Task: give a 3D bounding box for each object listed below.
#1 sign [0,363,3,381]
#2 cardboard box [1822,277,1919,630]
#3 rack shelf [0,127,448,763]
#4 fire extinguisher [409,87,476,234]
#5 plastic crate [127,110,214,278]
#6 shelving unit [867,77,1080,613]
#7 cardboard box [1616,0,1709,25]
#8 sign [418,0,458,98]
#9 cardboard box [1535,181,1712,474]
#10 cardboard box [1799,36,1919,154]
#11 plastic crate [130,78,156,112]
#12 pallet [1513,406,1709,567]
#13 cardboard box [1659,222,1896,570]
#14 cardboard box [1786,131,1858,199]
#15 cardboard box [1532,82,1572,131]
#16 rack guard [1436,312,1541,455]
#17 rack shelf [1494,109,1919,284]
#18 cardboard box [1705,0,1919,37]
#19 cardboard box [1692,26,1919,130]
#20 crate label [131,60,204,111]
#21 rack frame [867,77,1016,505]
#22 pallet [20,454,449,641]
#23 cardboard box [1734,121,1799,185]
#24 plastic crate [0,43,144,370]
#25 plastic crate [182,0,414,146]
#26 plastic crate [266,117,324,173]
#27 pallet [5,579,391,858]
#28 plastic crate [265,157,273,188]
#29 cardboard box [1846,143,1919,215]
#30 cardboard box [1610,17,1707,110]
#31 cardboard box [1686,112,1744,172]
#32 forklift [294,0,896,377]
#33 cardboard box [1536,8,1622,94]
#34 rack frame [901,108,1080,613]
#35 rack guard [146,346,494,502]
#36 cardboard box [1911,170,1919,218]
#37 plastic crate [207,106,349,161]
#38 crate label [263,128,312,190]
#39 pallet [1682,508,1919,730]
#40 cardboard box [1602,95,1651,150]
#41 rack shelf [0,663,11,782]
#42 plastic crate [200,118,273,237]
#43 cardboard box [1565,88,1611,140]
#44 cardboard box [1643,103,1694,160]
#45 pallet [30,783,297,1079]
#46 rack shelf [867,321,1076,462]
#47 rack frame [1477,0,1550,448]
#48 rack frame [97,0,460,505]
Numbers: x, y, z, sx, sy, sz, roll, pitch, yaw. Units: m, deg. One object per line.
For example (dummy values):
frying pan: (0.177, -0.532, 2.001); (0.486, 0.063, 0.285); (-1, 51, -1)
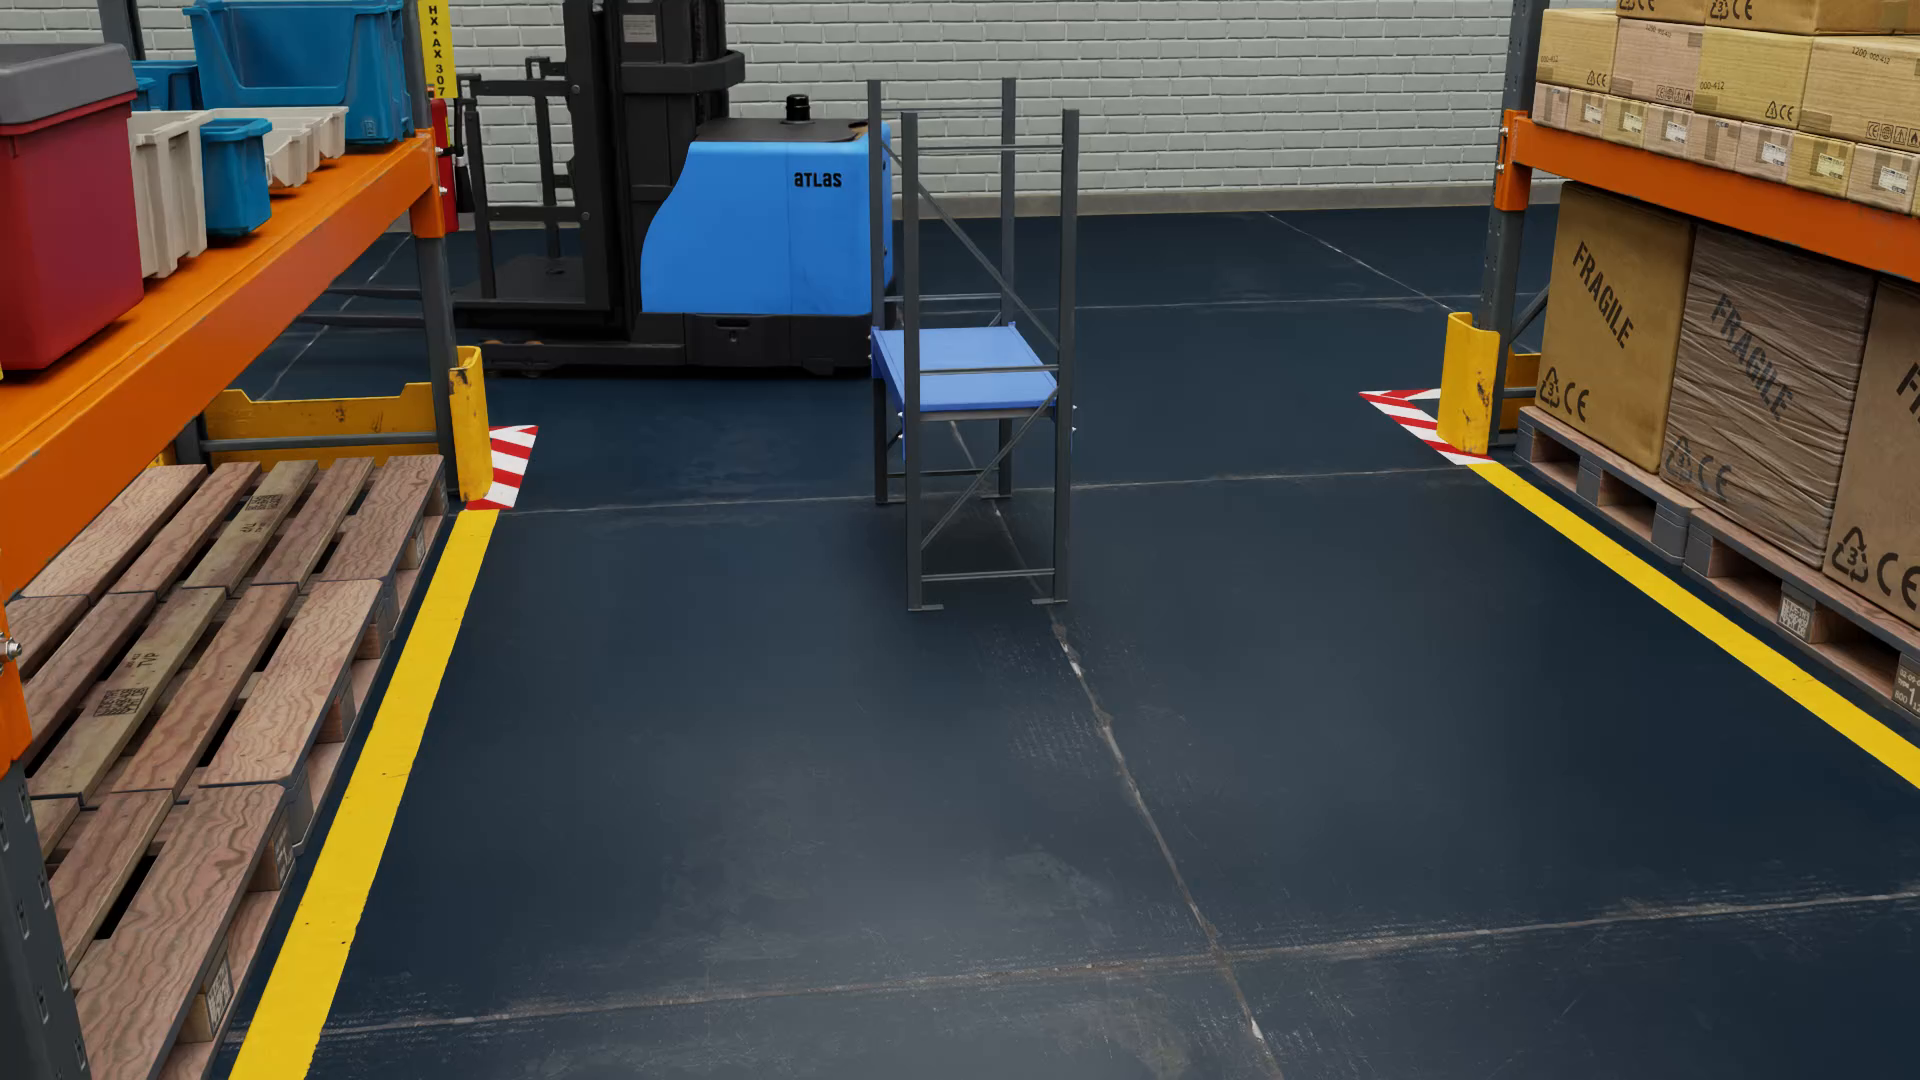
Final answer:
sign: (-1.209, -0.343, 1.952); (0.100, 0.325, 0.005); (-3, 21, -8)
cardboard box: (3.001, -0.182, 4.352); (0.875, 0.875, 0.875); (-3, 21, -8)
rack shelf: (-2.042, -0.542, 3.908); (1.077, 0.370, 4.000); (-3, 21, -8)
fire extinguisher: (-1.903, -1.436, 5.916); (0.296, 0.674, 0.183); (-3, 21, -8)
plastic crate: (-1.792, -0.697, 3.379); (0.437, 0.282, 0.530); (-3, 21, -8)
shelving unit: (0.012, -0.673, 5.375); (0.538, 1.500, 1.048); (-3, 21, -8)
cardboard box: (2.445, -1.889, 5.203); (0.500, 0.500, 0.500); (-3, 21, -9)
sign: (-1.789, -1.681, 5.697); (0.100, 0.325, 0.005); (-3, 21, -8)
cardboard box: (2.742, -0.805, 6.021); (0.875, 0.875, 0.875); (-3, 21, -8)
cardboard box: (2.603, -1.176, 4.368); (0.500, 0.250, 0.500); (-3, 21, -9)
plastic crate: (-2.526, -1.191, 4.771); (0.416, 0.233, 0.300); (-3, 21, -8)
pallet: (2.763, -0.242, 6.062); (1.003, 0.211, 1.213); (-3, 21, -8)
cardboard box: (2.873, -0.490, 5.177); (0.875, 0.875, 0.875); (-3, 21, -8)
cardboard box: (2.518, -1.031, 4.550); (0.380, 0.149, 0.250); (-3, 21, -9)
cardboard box: (2.295, -1.564, 5.975); (0.380, 0.149, 0.250); (-3, 21, -7)
rack guard: (2.567, -0.658, 6.765); (1.175, 0.500, 0.348); (-3, 21, -8)
rack shelf: (2.859, -0.792, 4.577); (1.077, 0.370, 4.000); (-3, 21, -8)
cardboard box: (2.525, -1.710, 4.724); (0.500, 0.500, 0.500); (-3, 21, -9)
cardboard box: (2.523, -1.357, 4.850); (0.500, 0.250, 0.500); (-4, 21, -10)
crate label: (-2.621, -1.419, 5.382); (0.416, 0.233, 0.303); (-3, 21, -8)
rack frame: (-0.061, -0.849, 5.846); (0.500, 1.500, 0.032); (-3, 21, -8)
pallet: (-2.250, 0.022, 5.354); (1.003, 0.211, 1.213); (-3, 21, -8)
cardboard box: (2.483, -1.119, 4.784); (0.380, 0.149, 0.250); (-3, 21, -8)
plastic crate: (-1.635, -0.566, 2.768); (0.402, 0.464, 0.583); (-3, 21, -8)
plastic crate: (-2.098, -1.509, 5.334); (0.616, 0.435, 0.499); (-3, 21, -8)
plastic crate: (-2.006, -1.102, 4.670); (0.396, 0.136, 0.243); (-3, 21, -8)
pallet: (-2.078, 0.444, 4.226); (1.003, 0.211, 1.213); (-3, 21, -8)
plastic crate: (-1.881, -0.905, 4.143); (0.298, 0.136, 0.250); (-3, 21, -8)
cardboard box: (2.558, -0.941, 4.307); (0.380, 0.149, 0.250); (-3, 21, -7)
cardboard box: (2.454, -1.531, 5.317); (0.500, 0.250, 0.500); (-3, 21, -8)
cardboard box: (2.445, -1.208, 5.023); (0.380, 0.149, 0.250); (-3, 21, -9)
forklift: (-1.868, -2.317, 7.730); (3.031, 2.935, 1.130); (2, 21, 4)
cardboard box: (2.373, -1.710, 5.798); (0.500, 0.250, 0.500); (-3, 21, -9)
rack frame: (0.086, -0.497, 4.903); (0.500, 1.500, 0.032); (-3, 21, -8)
rack guard: (-2.347, -0.408, 6.094); (1.175, 0.500, 0.348); (-3, 21, -8)
cardboard box: (2.593, -0.852, 4.071); (0.380, 0.149, 0.250); (-3, 21, -9)
plastic crate: (-2.034, -1.203, 4.940); (0.396, 0.136, 0.243); (-3, 21, -8)
crate label: (-1.942, -1.006, 4.415); (0.396, 0.136, 0.243); (-3, 21, -8)
pallet: (2.936, 0.180, 4.934); (1.003, 0.211, 1.213); (-3, 21, -8)
cardboard box: (2.371, -1.387, 5.500); (0.380, 0.149, 0.250); (-3, 21, -9)
rack shelf: (-1.466, 0.843, 0.200); (1.077, 0.370, 4.000); (-3, 21, -8)
plastic crate: (-1.781, -0.823, 3.786); (0.416, 0.233, 0.300); (-3, 21, -8)
cardboard box: (2.334, -1.475, 5.738); (0.380, 0.149, 0.250); (-3, 21, -9)
cardboard box: (2.410, -1.296, 5.259); (0.380, 0.149, 0.250); (-3, 21, -9)
pallet: (-1.898, 0.867, 3.092); (1.003, 0.211, 1.213); (-3, 21, -8)
rack shelf: (0.012, -0.505, 5.438); (0.538, 0.185, 1.000); (-3, 21, -8)
rack frame: (2.571, -1.821, 6.305); (1.000, 3.000, 0.127); (-3, 21, -8)
rack frame: (-2.331, -1.571, 5.636); (1.000, 3.000, 0.127); (-3, 21, -8)
